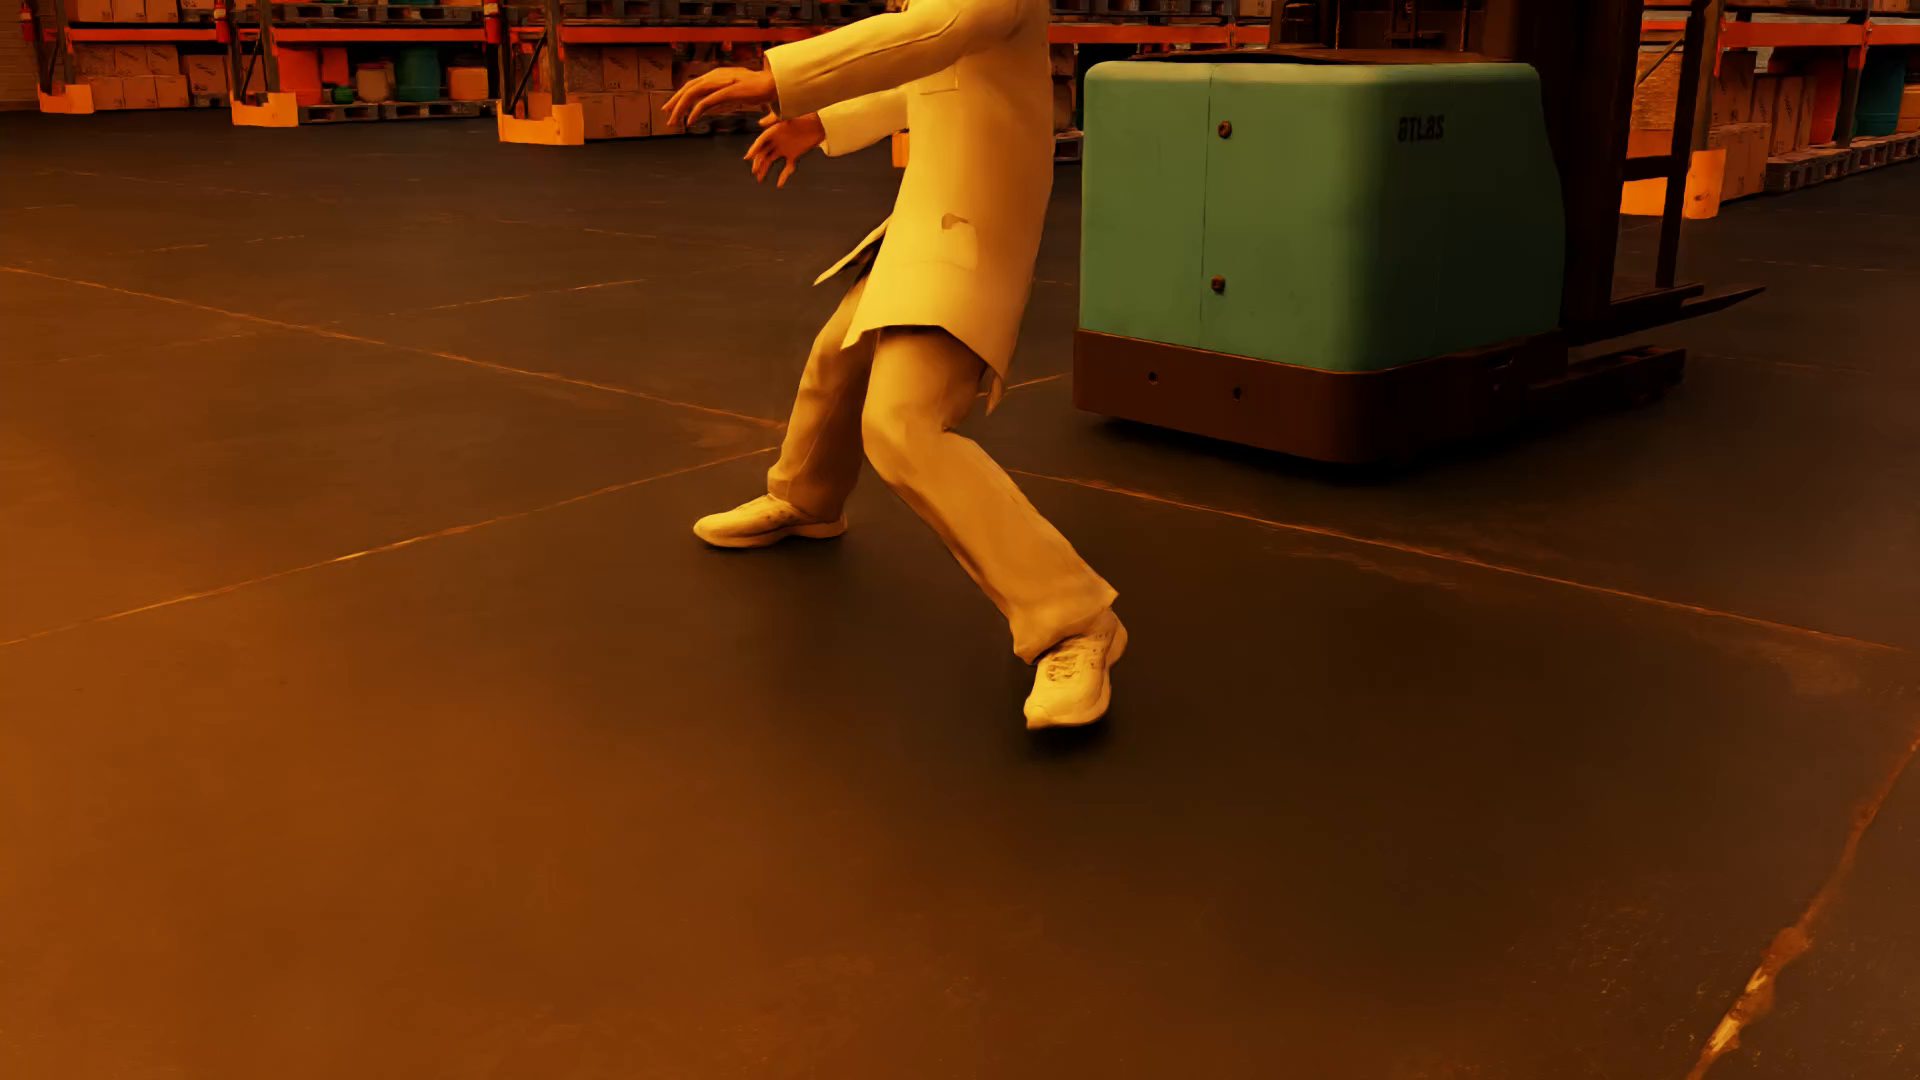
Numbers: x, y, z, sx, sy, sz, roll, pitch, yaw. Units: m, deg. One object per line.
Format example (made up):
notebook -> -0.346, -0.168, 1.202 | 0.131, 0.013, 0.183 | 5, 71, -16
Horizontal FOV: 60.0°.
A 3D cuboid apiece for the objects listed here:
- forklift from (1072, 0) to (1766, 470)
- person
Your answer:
forklift -> 1.759, -1.932, 5.261 | 3.031, 2.935, 1.130 | -15, 23, -41
person -> -0.155, -0.576, 3.163 | 0.888, 1.553, 1.364 | -1, 17, -2
